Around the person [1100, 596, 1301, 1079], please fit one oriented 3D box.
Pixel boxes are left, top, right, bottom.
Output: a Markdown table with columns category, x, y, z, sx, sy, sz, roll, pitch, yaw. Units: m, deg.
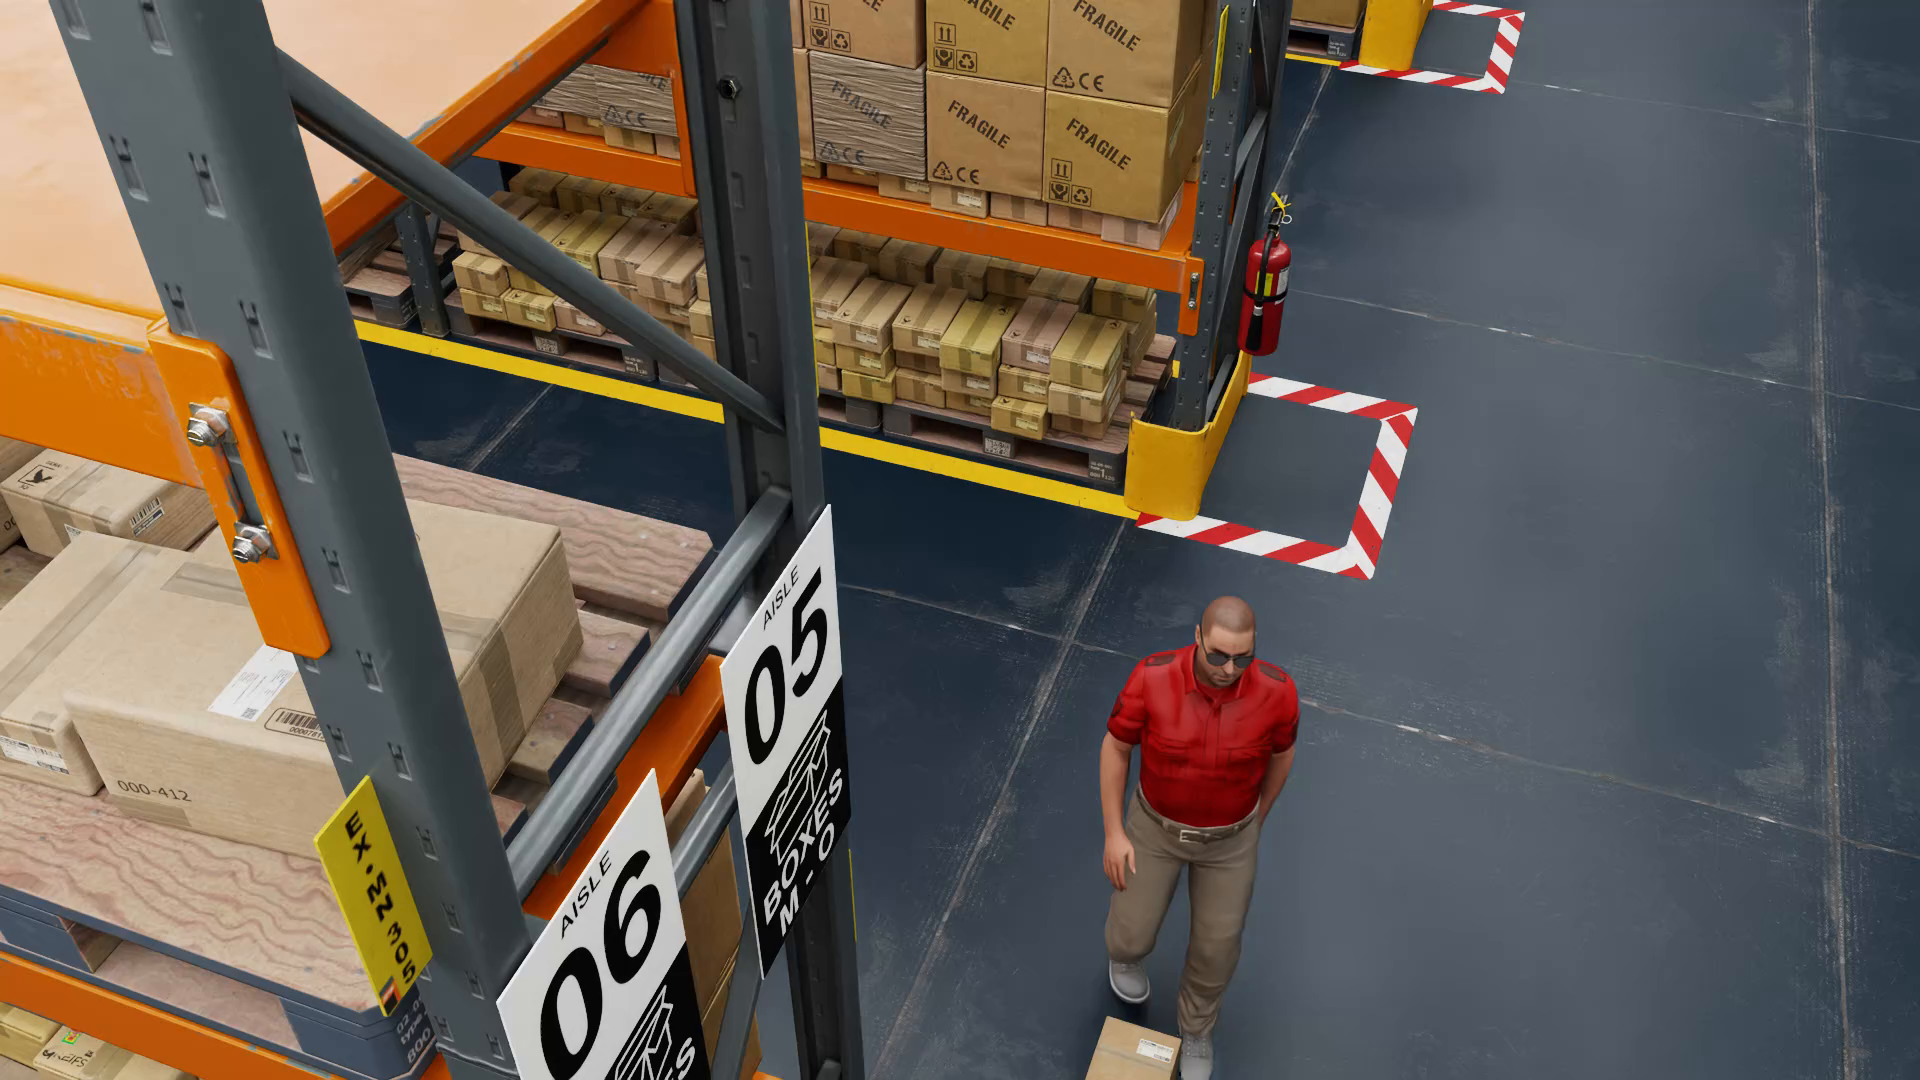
| category | x | y | z | sx | sy | sz | roll | pitch | yaw |
| --- | --- | --- | --- | --- | --- | --- | --- | --- | --- |
| person | 0.706 | 0.971 | 5.134 | 0.590 | 1.739 | 0.635 | 5 | 41 | 5 |
